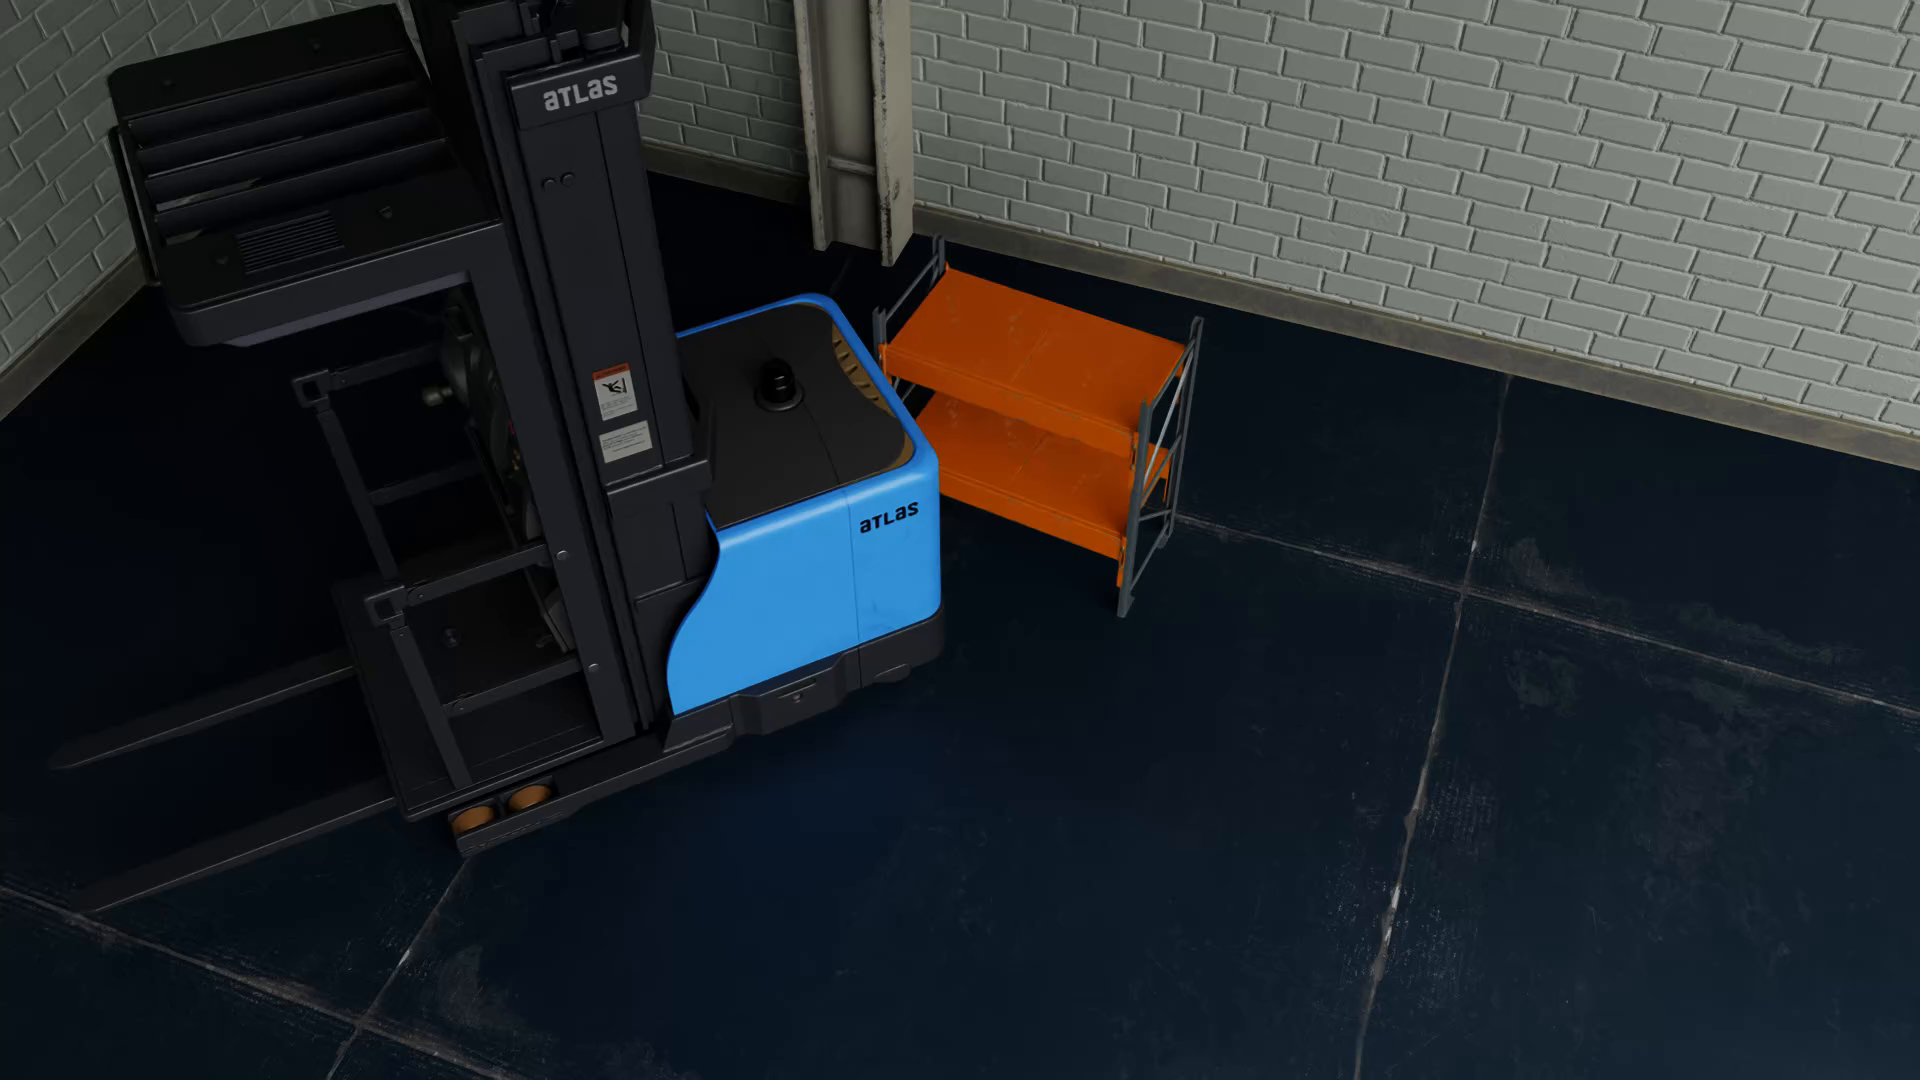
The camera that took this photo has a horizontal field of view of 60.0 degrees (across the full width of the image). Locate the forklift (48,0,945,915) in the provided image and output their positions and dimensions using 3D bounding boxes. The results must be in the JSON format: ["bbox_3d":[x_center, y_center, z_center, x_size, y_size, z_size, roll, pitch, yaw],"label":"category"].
[{"bbox_3d":[-1.609,-0.352,4.982,3.031,2.935,1.130,-20,52,-17],"label":"forklift"}]

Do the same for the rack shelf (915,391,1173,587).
[{"bbox_3d":[0.272,-0.256,6.418,1.000,0.278,0.538,21,52,17],"label":"rack shelf"}]

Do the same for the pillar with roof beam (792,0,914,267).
[{"bbox_3d":[-1.943,-1.320,1.806,0.400,9.000,9.100,16,51,13],"label":"pillar with roof beam"}]

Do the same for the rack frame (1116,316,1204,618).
[{"bbox_3d":[0.725,-0.242,6.082,0.032,1.125,0.500,21,52,17],"label":"rack frame"}]

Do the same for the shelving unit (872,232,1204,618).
[{"bbox_3d":[0.272,-0.416,6.233,1.048,1.125,0.538,21,52,17],"label":"shelving unit"}]

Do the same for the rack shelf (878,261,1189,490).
[{"bbox_3d":[0.272,-0.608,6.012,1.000,0.278,0.538,21,52,17],"label":"rack shelf"}]

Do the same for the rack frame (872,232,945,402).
[{"bbox_3d":[-0.182,-0.590,6.383,0.032,1.125,0.500,21,52,17],"label":"rack frame"}]
